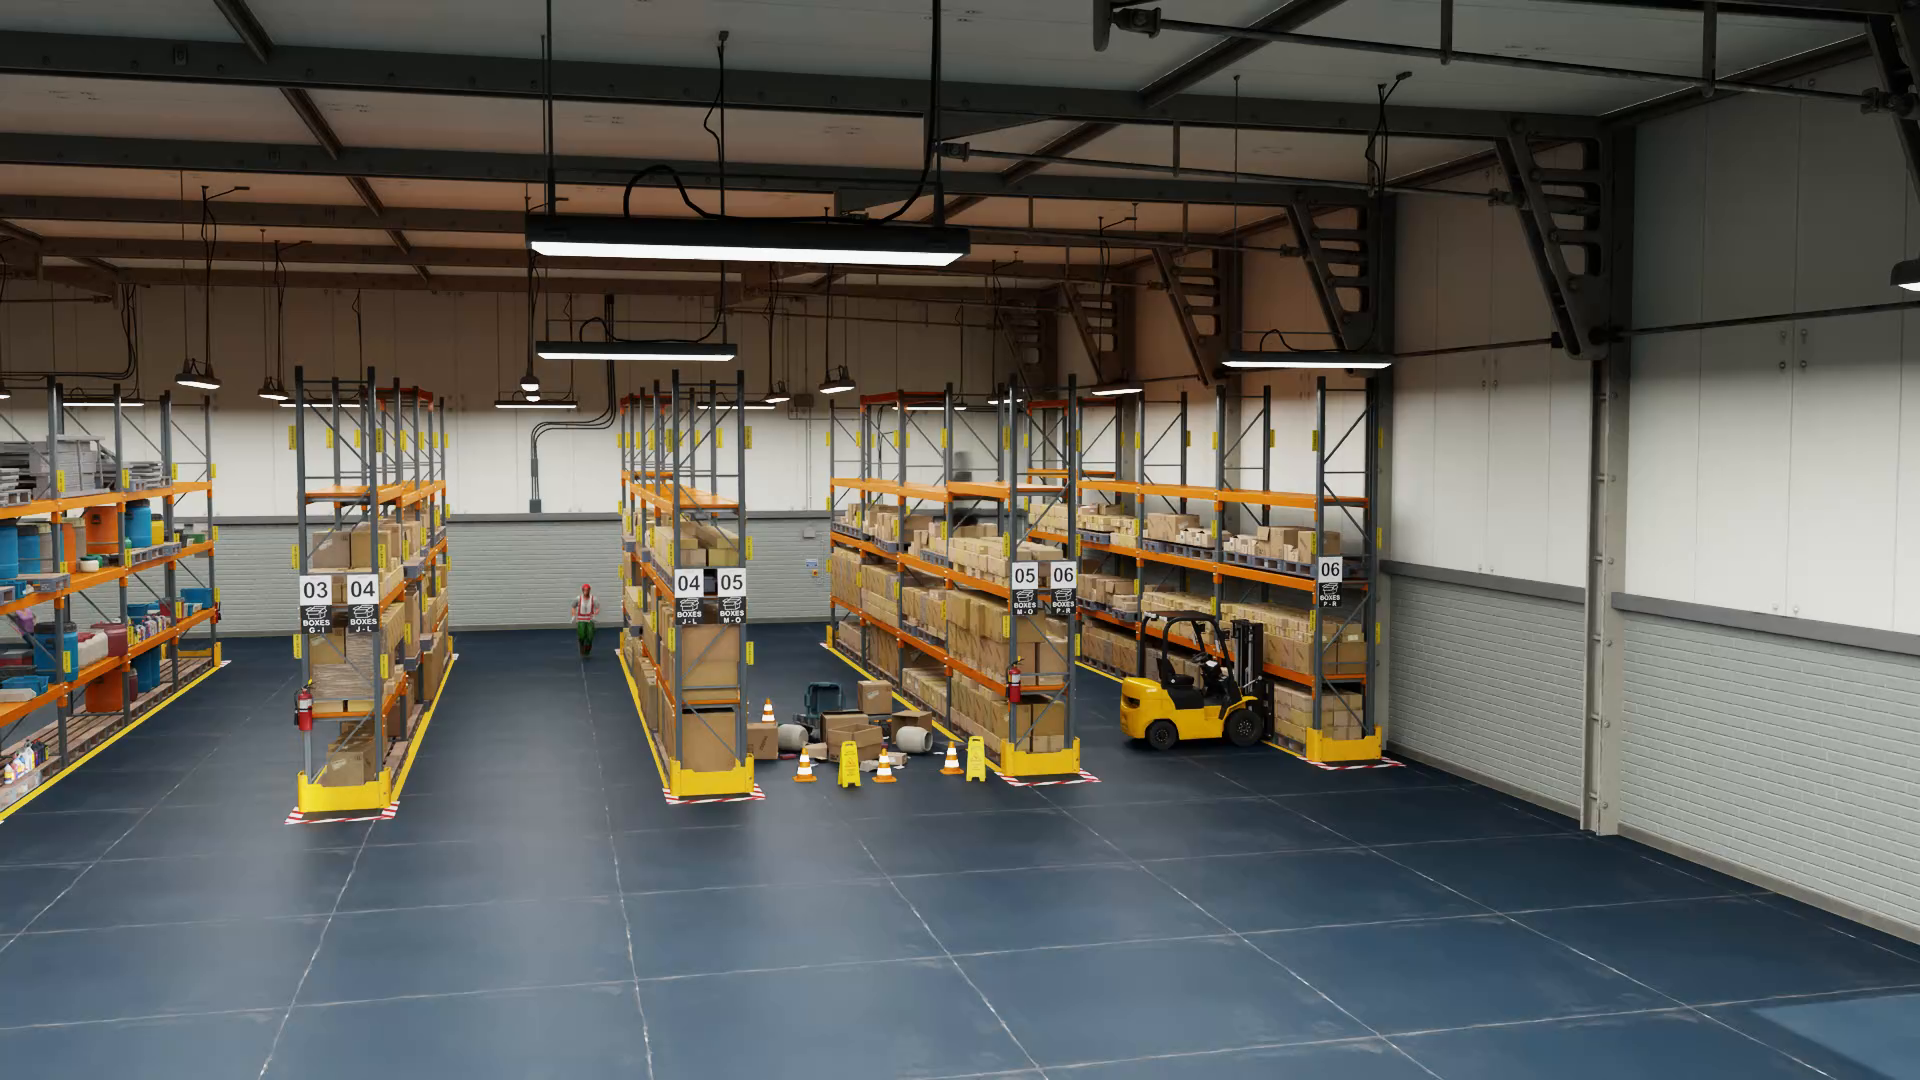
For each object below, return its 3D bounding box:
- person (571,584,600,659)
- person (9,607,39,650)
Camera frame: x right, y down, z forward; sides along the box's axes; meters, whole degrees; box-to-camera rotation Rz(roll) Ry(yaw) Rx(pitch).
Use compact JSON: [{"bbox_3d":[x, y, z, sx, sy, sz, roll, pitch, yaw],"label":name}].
[{"bbox_3d":[-8.557,1.863,38.011,0.662,1.730,0.626,-1,4,-15],"label":"person"},{"bbox_3d":[-20.591,2.052,36.674,0.752,1.531,0.681,2,4,28],"label":"person"}]
